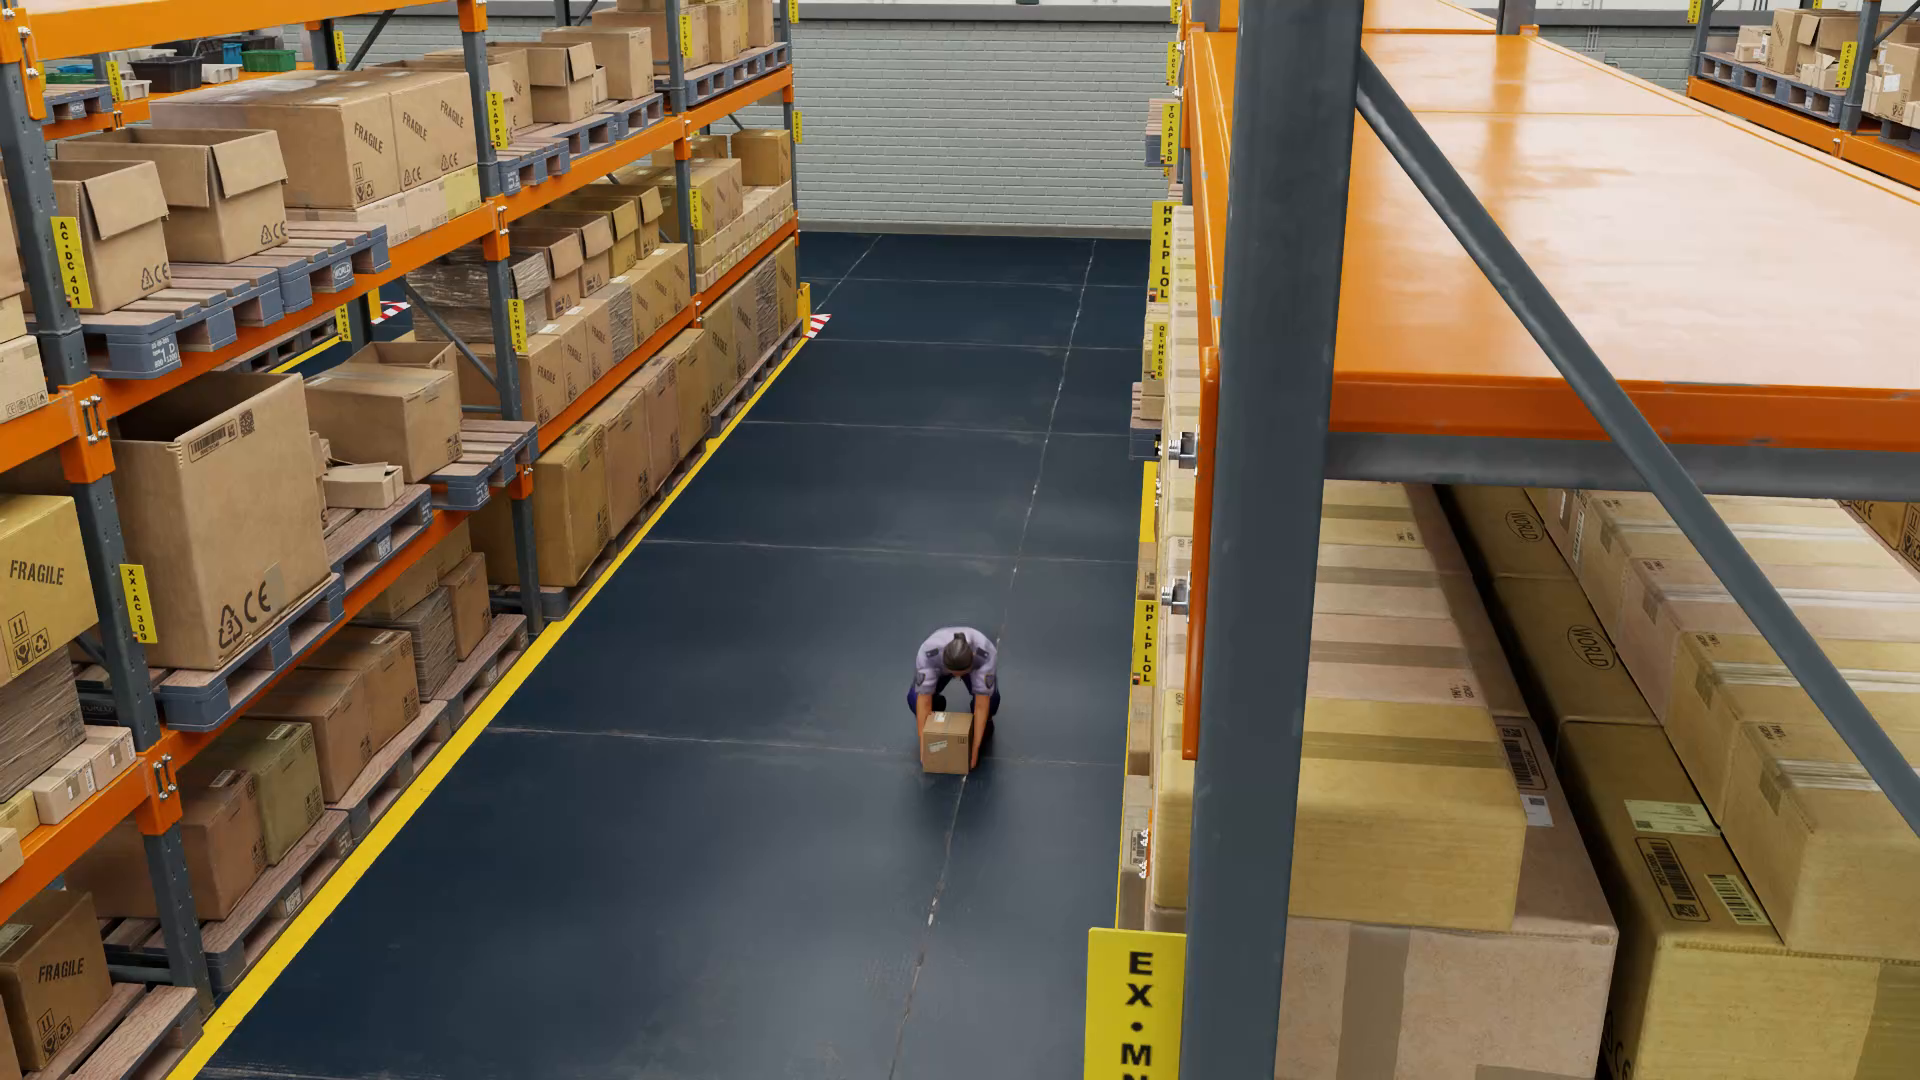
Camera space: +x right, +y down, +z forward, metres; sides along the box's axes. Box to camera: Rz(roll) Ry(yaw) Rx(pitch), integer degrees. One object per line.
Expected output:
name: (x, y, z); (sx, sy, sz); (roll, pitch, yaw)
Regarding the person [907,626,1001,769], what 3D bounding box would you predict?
person: (-0.025, 0.793, 9.376); (0.529, 0.798, 0.837); (2, 21, 6)
